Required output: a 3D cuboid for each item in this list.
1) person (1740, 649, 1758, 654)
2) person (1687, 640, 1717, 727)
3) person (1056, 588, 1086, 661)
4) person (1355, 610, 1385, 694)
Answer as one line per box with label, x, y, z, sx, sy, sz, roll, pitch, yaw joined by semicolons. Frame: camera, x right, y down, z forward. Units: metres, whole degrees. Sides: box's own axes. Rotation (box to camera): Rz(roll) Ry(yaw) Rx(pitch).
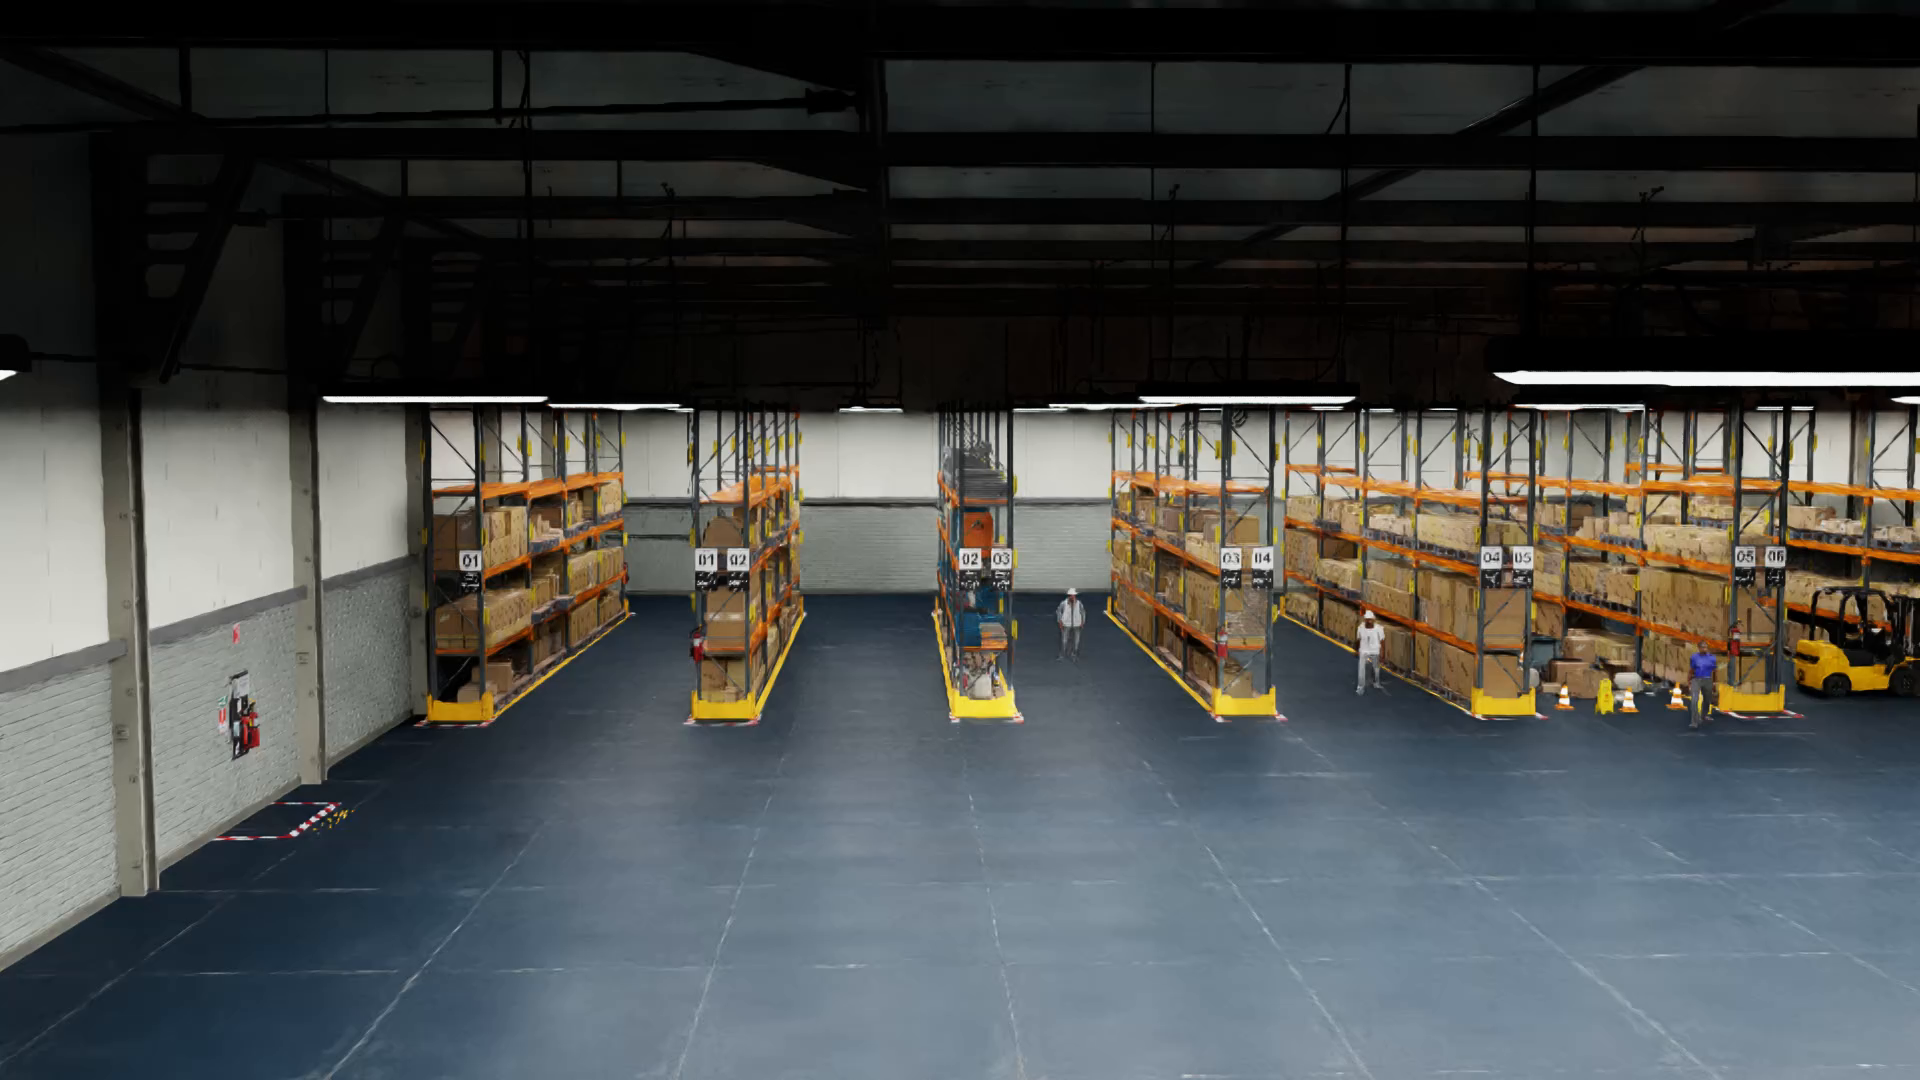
person;16.809;2.187;35.392;0.440;1.675;0.496;-3;5;-33
person;13.625;2.614;30.511;0.494;1.581;0.944;2;5;19
person;2.569;1.950;38.449;0.677;1.726;0.574;0;4;-4
person;8.403;2.288;34.099;0.610;1.715;0.972;2;5;19
